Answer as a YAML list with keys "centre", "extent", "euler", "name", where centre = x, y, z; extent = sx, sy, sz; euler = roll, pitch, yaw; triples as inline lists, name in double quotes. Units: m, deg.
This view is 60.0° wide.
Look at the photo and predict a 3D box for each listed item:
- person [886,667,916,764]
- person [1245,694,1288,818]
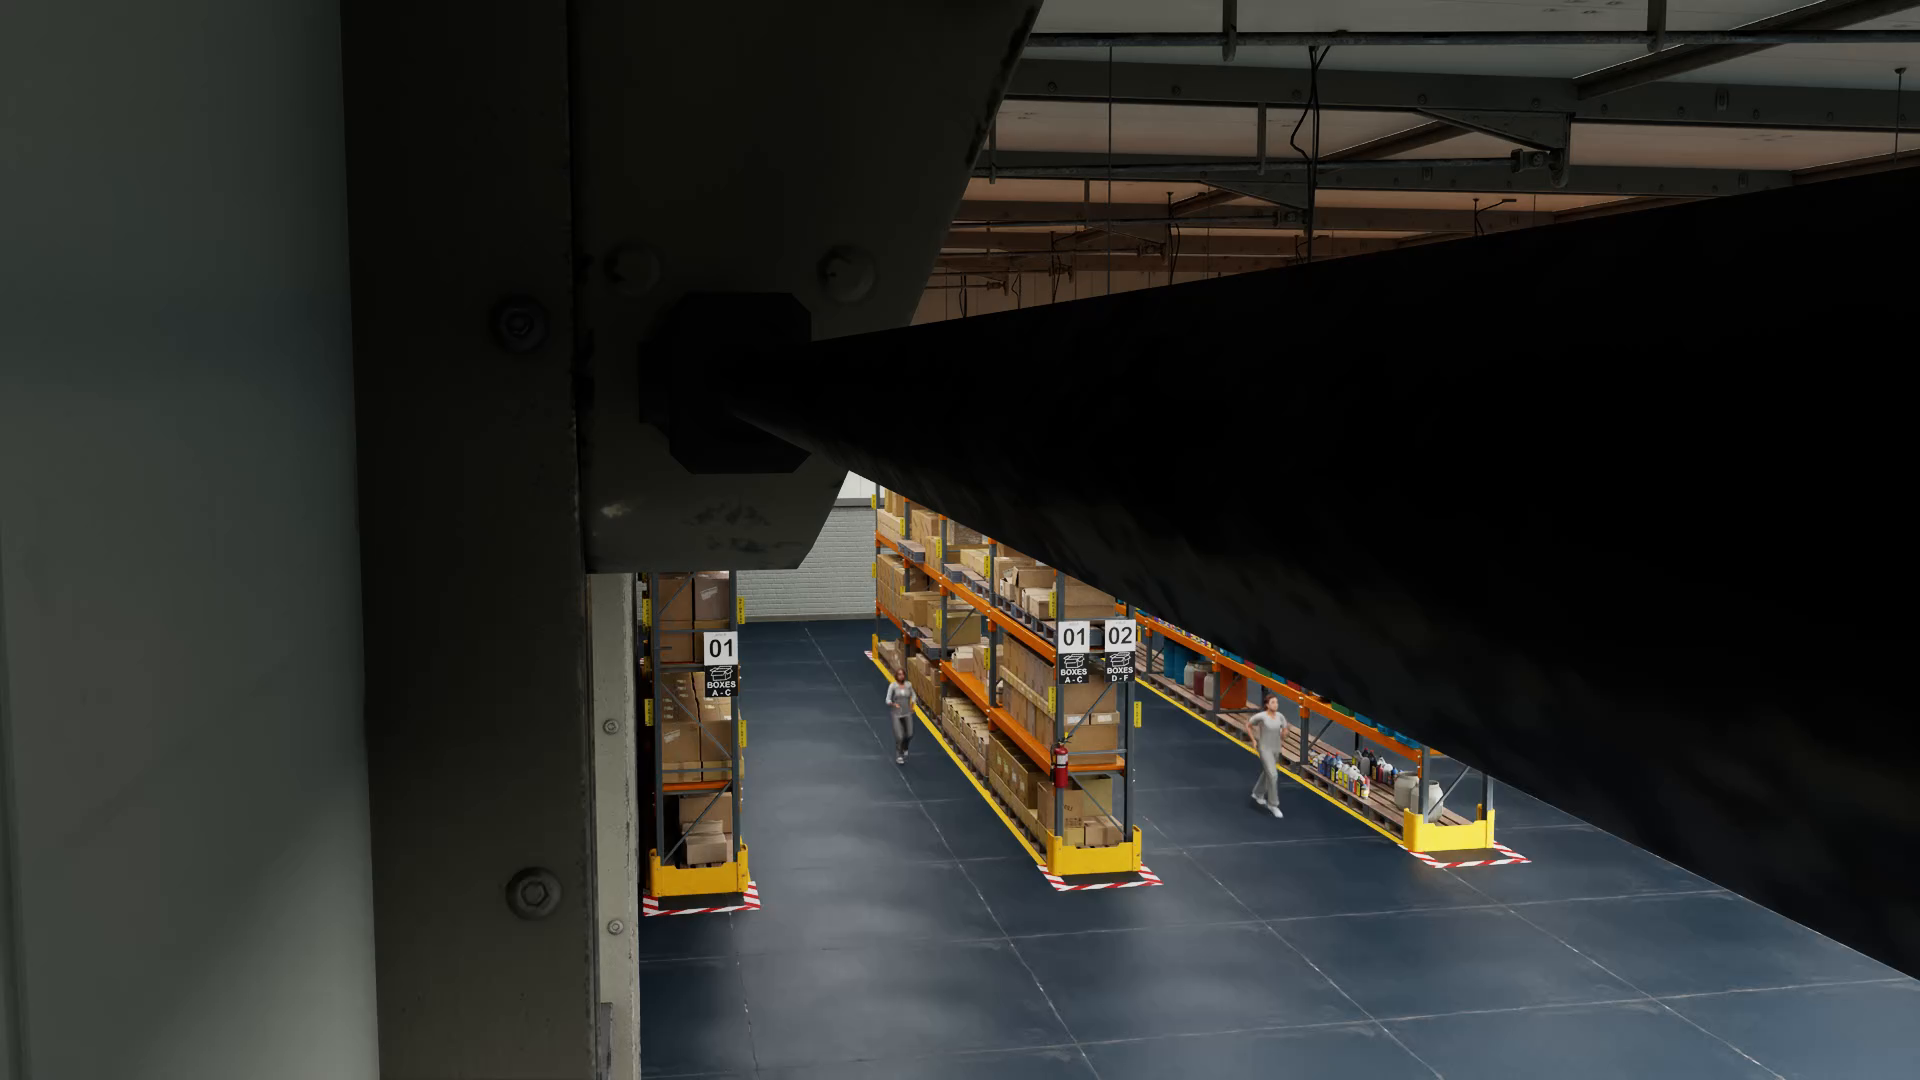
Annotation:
- centre: [-0.917, 2.821, 26.552]
  extent: [0.524, 1.558, 0.537]
  euler: [-1, 6, -13]
  name: "person"
- centre: [4.428, 3.041, 23.784]
  extent: [0.555, 1.705, 0.806]
  euler: [-3, 7, -28]
  name: "person"
